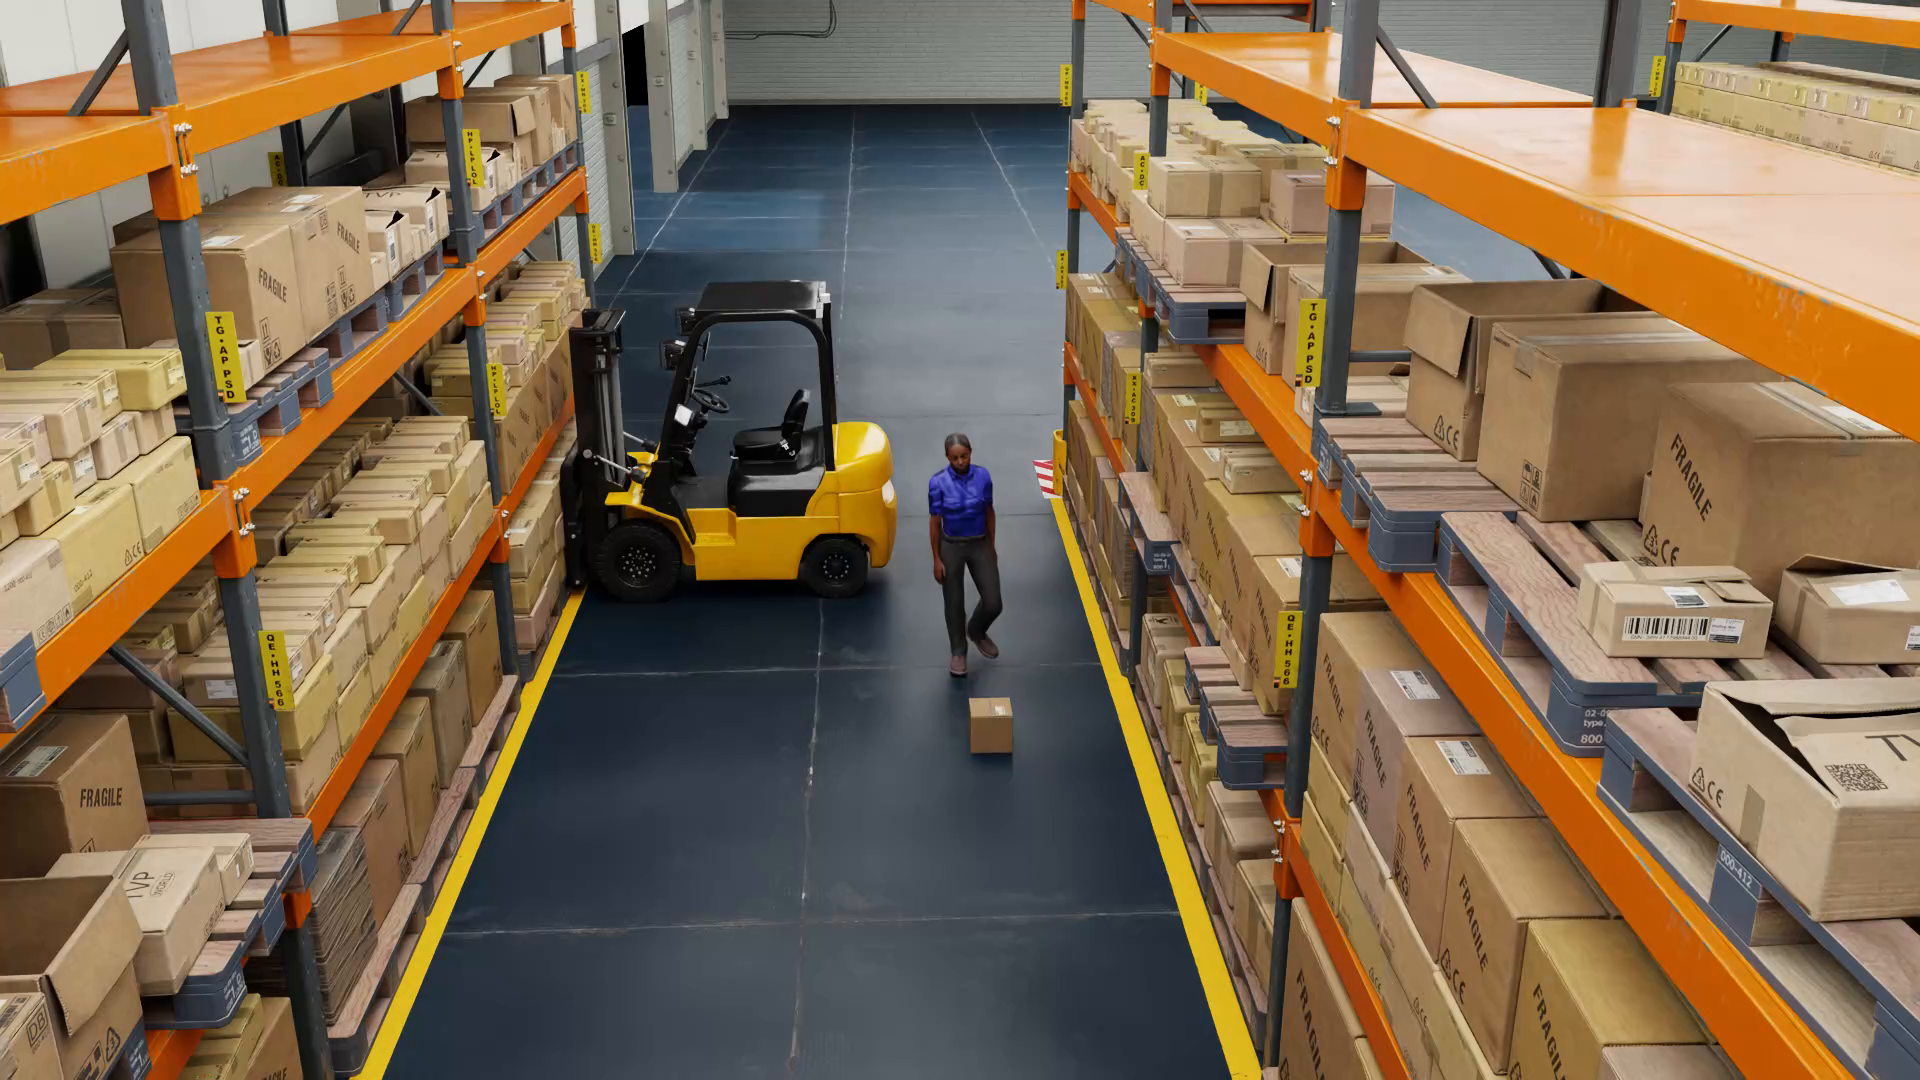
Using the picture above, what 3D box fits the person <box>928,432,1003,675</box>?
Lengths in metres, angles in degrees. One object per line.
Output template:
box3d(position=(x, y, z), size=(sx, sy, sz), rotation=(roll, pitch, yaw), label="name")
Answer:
box3d(position=(0.030, 0.061, 10.860), size=(0.500, 1.649, 0.436), rotation=(-4, 21, -10), label="person")
